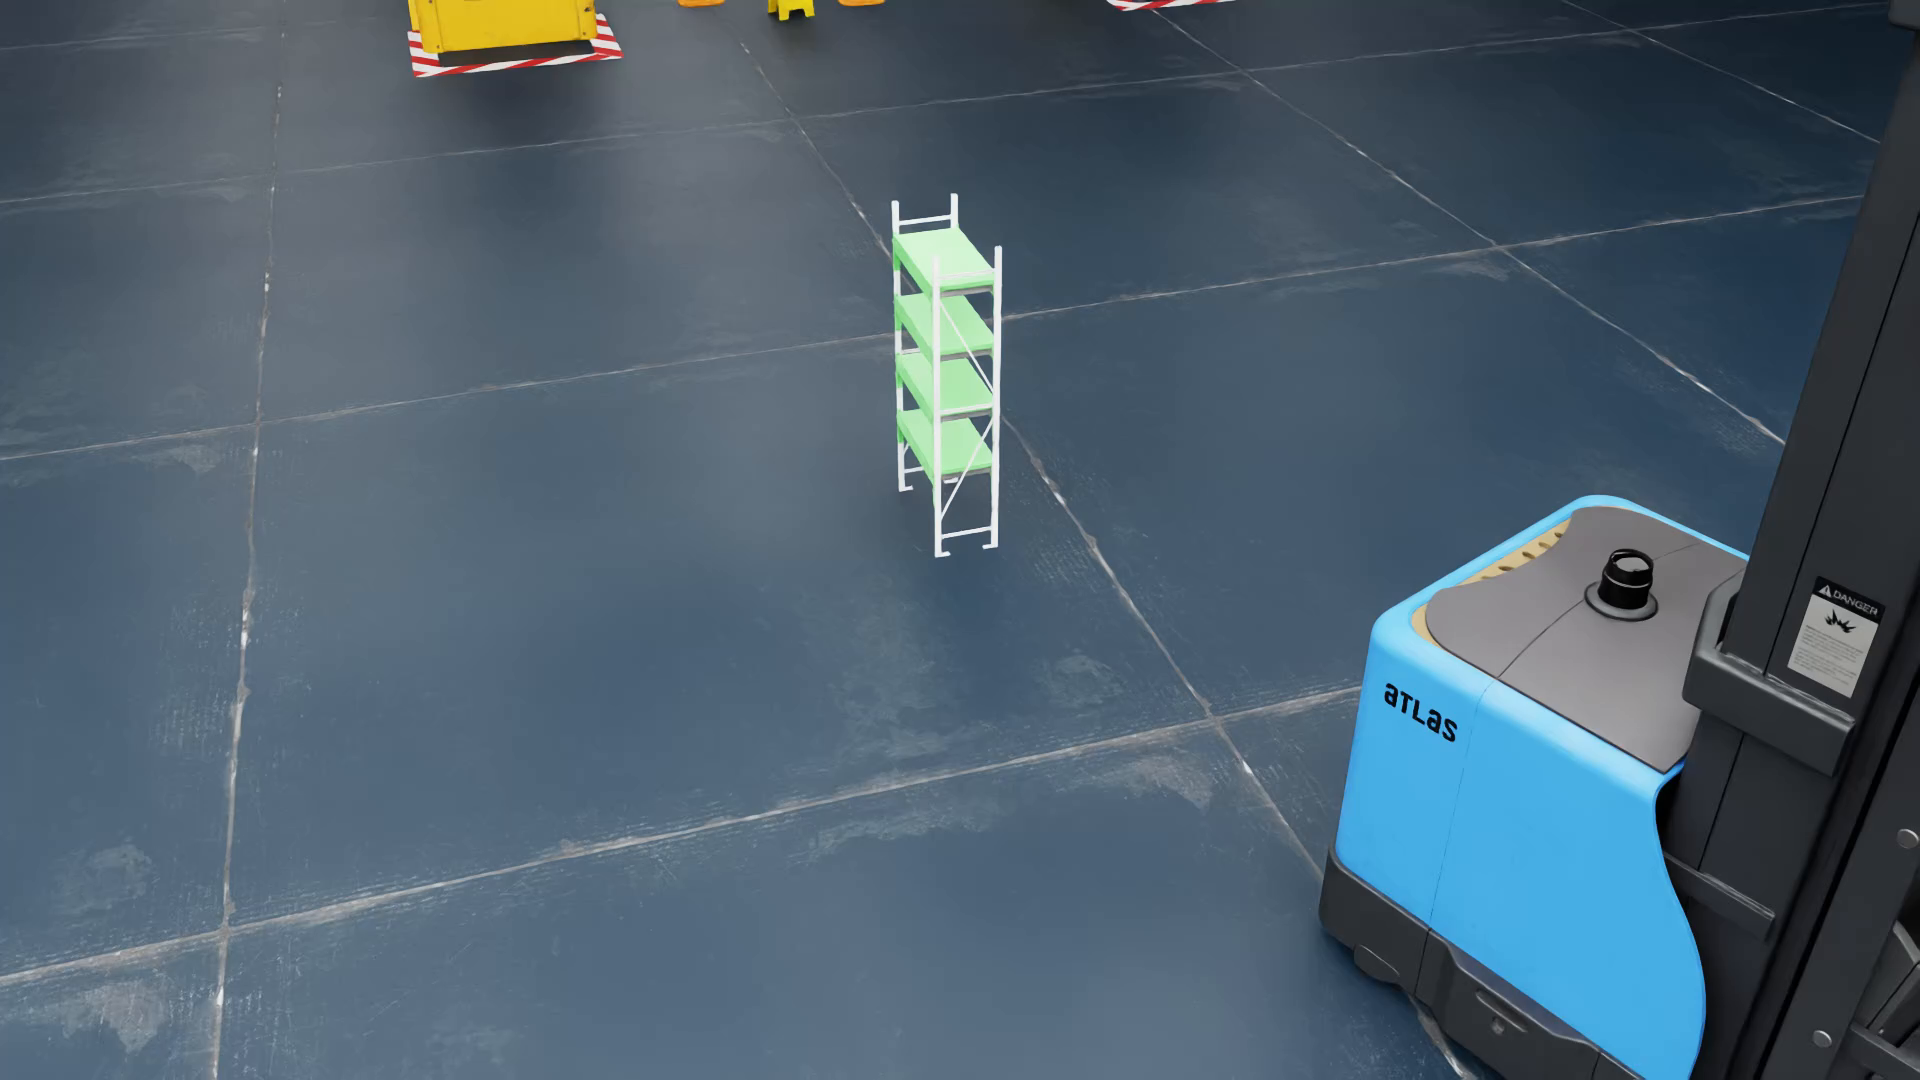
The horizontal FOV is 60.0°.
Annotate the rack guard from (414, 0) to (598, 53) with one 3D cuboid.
[{"bbox_3d":[-3.105,-3.670,11.351,1.175,0.500,0.348,-10,35,-15],"label":"rack guard"}]

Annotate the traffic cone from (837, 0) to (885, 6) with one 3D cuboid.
[{"bbox_3d":[-0.742,-4.196,12.181,0.336,0.463,0.334,-10,35,-15],"label":"traffic cone"}]

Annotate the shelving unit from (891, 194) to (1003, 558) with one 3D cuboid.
[{"bbox_3d":[-0.050,-0.587,6.051,0.258,1.200,0.503,-10,35,-15],"label":"shelving unit"}]

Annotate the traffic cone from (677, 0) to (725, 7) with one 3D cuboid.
[{"bbox_3d":[-1.922,-4.185,12.163,0.336,0.463,0.334,-10,35,-15],"label":"traffic cone"}]

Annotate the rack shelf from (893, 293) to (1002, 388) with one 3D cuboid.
[{"bbox_3d":[-0.050,-0.734,5.954,0.258,0.148,0.480,-10,35,-15],"label":"rack shelf"}]

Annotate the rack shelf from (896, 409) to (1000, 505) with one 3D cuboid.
[{"bbox_3d":[-0.050,-0.334,6.218,0.258,0.148,0.480,-10,35,-15],"label":"rack shelf"}]

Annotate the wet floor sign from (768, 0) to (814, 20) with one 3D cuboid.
[{"bbox_3d":[-1.218,-4.061,11.811,0.267,0.644,0.232,-16,37,-23],"label":"wet floor sign"}]

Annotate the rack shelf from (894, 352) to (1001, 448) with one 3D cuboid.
[{"bbox_3d":[-0.050,-0.534,6.086,0.258,0.148,0.480,-10,35,-15],"label":"rack shelf"}]

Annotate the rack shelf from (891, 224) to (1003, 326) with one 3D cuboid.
[{"bbox_3d":[-0.050,-0.935,5.821,0.258,0.148,0.480,-10,35,-15],"label":"rack shelf"}]

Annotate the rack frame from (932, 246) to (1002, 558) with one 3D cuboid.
[{"bbox_3d":[0.024,-0.459,5.857,0.240,1.200,0.015,-10,35,-15],"label":"rack frame"}]

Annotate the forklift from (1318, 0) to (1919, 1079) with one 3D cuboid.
[{"bbox_3d":[2.308,0.322,3.104,1.130,2.935,3.031,-24,41,-32],"label":"forklift"}]

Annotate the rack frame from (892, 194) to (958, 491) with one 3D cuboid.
[{"bbox_3d":[-0.125,-0.716,6.245,0.240,1.200,0.015,-10,35,-15],"label":"rack frame"}]
